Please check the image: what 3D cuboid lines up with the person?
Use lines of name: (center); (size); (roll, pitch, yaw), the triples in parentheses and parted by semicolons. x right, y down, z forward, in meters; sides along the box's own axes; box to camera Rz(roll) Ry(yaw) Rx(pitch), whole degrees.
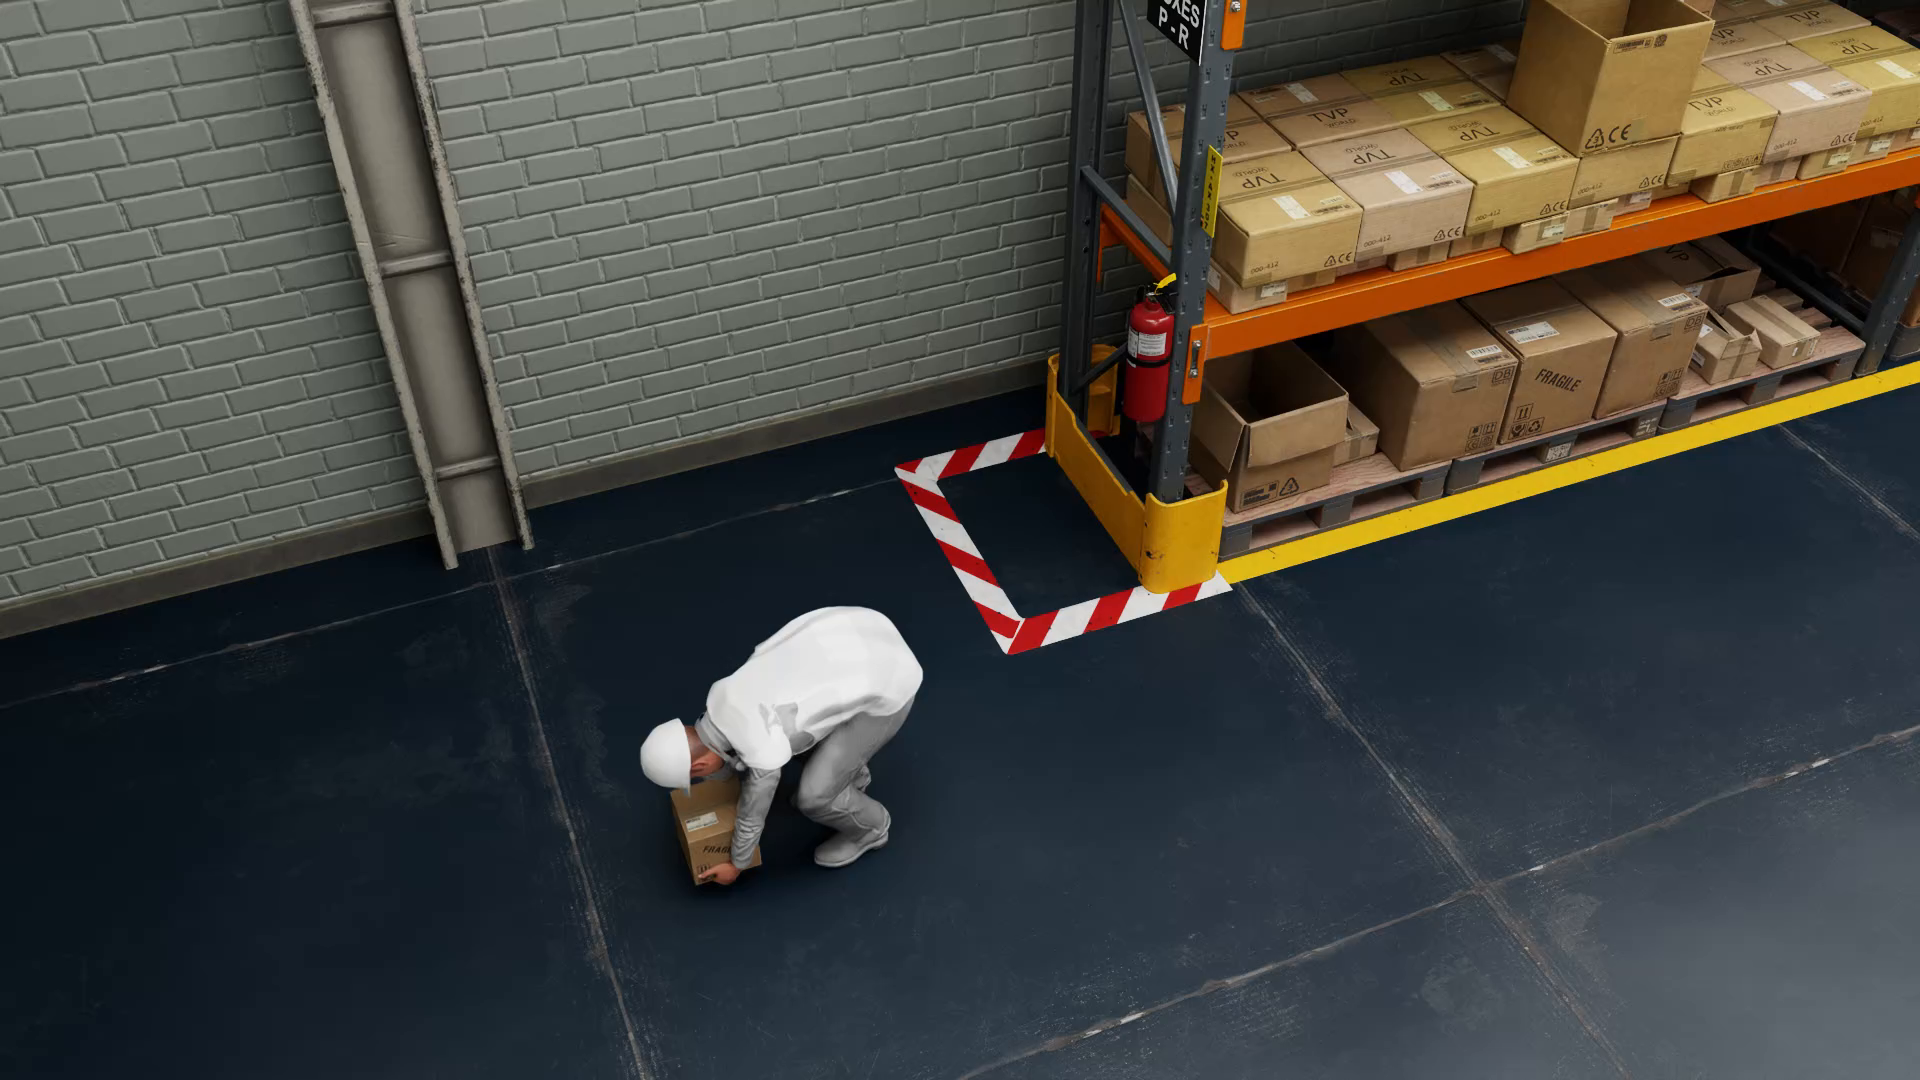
person: (-0.623, 0.751, 5.881); (0.997, 0.988, 0.508); (-17, 44, -19)
